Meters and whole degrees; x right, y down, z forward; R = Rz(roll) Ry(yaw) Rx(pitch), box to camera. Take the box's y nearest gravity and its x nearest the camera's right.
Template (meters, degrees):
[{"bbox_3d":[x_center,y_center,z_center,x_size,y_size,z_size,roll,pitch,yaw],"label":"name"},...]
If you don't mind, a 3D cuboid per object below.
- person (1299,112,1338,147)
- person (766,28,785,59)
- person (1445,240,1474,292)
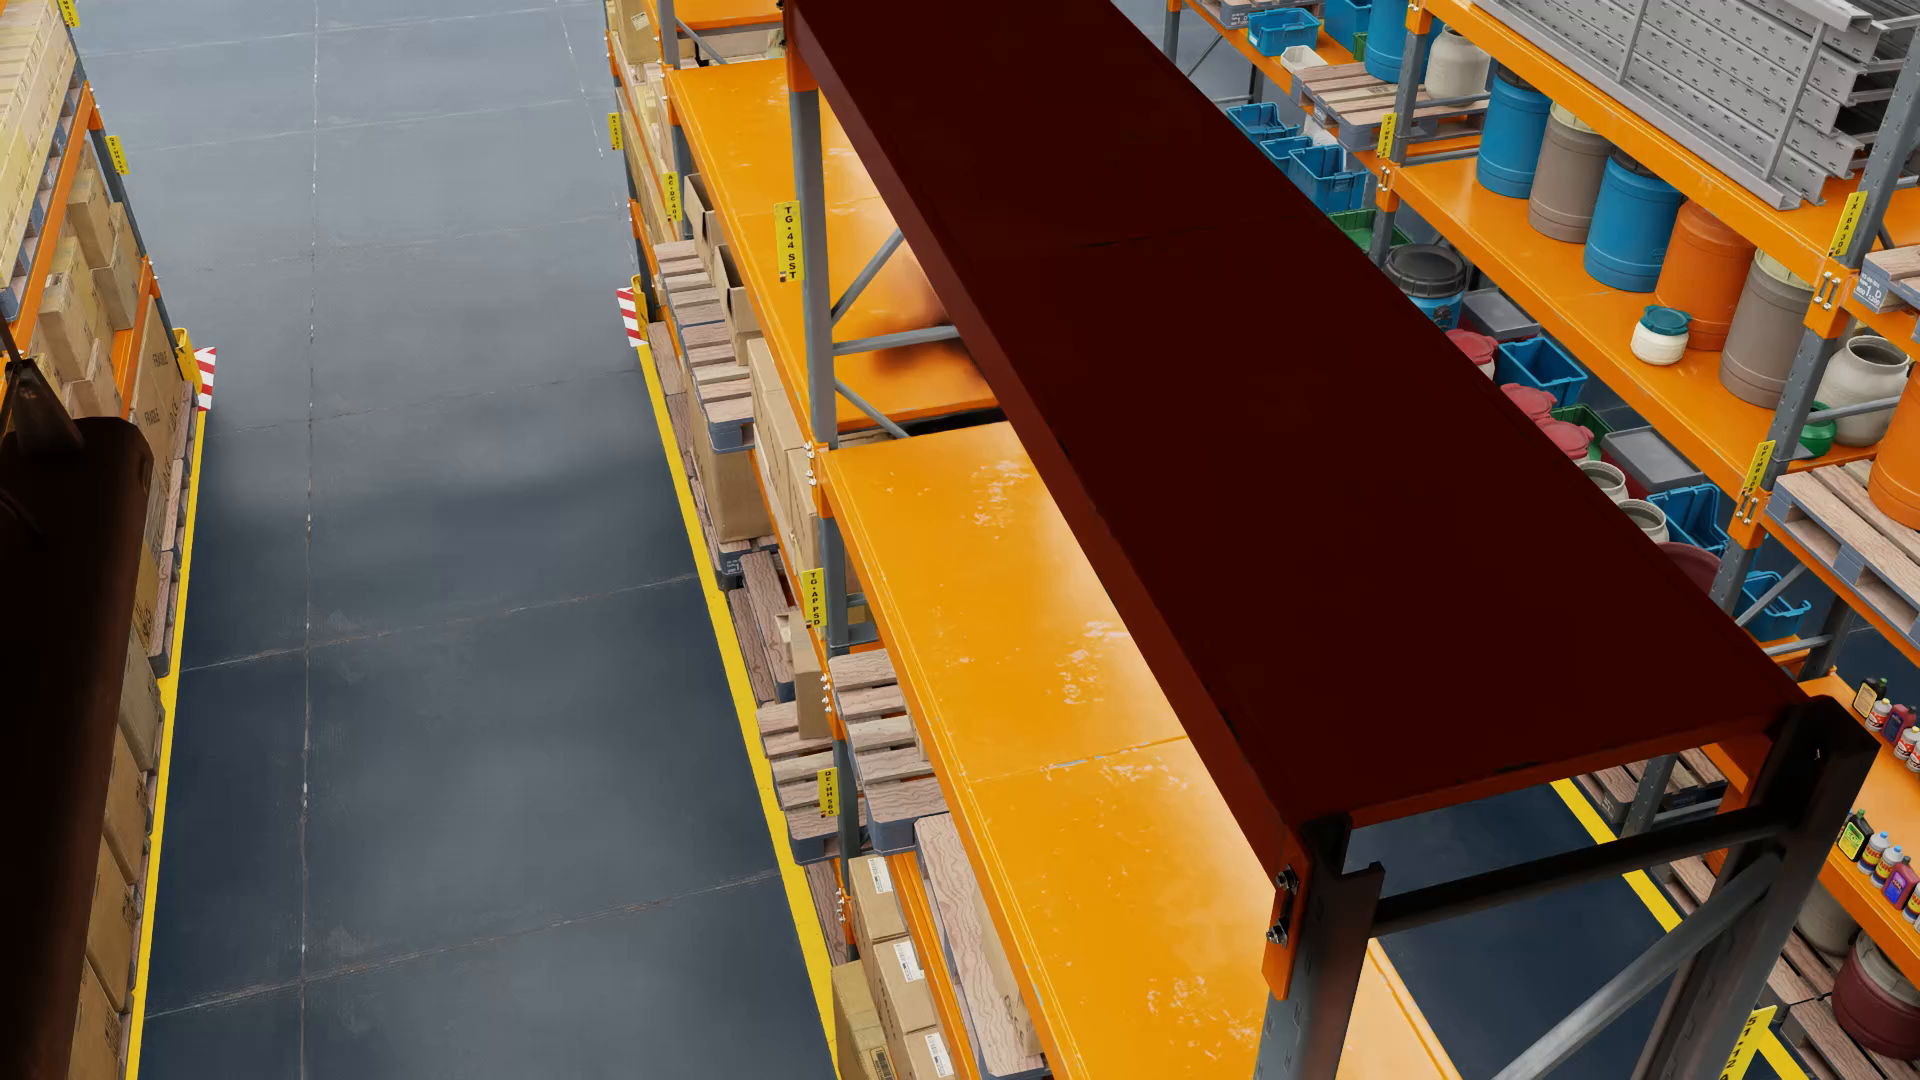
[{"bbox_3d":[3.566,-3.887,16.312,0.733,1.810,1.004,-18,42,-22],"label":"person"},{"bbox_3d":[-1.927,-5.158,17.943,0.946,1.664,0.577,11,40,13],"label":"person"},{"bbox_3d":[4.504,-2.635,14.747,0.645,1.789,0.651,-12,40,-15],"label":"person"}]
